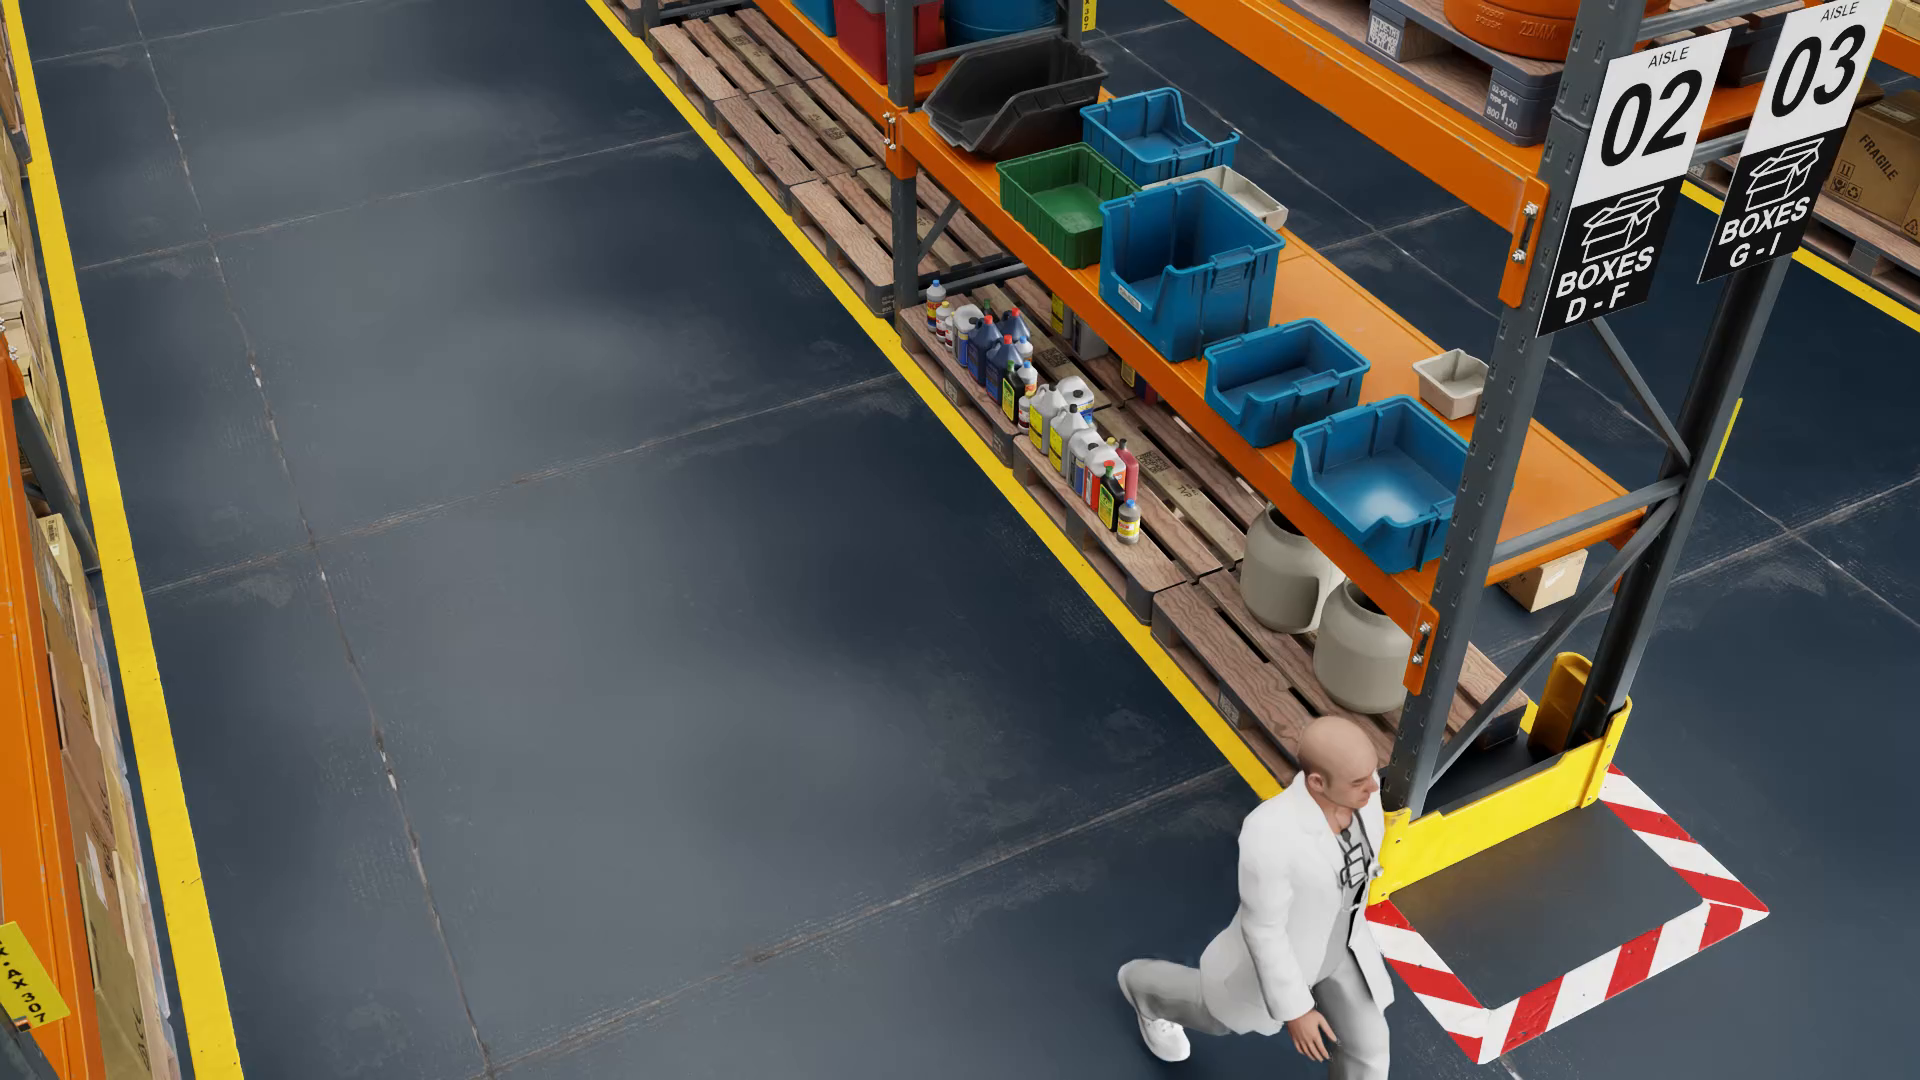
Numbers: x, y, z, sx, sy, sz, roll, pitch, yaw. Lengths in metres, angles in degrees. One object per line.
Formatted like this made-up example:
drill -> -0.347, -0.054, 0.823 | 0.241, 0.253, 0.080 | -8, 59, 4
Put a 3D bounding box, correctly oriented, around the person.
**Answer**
person -> 0.986, 1.151, 4.838 | 0.580, 1.722, 1.150 | -26, 47, -27
